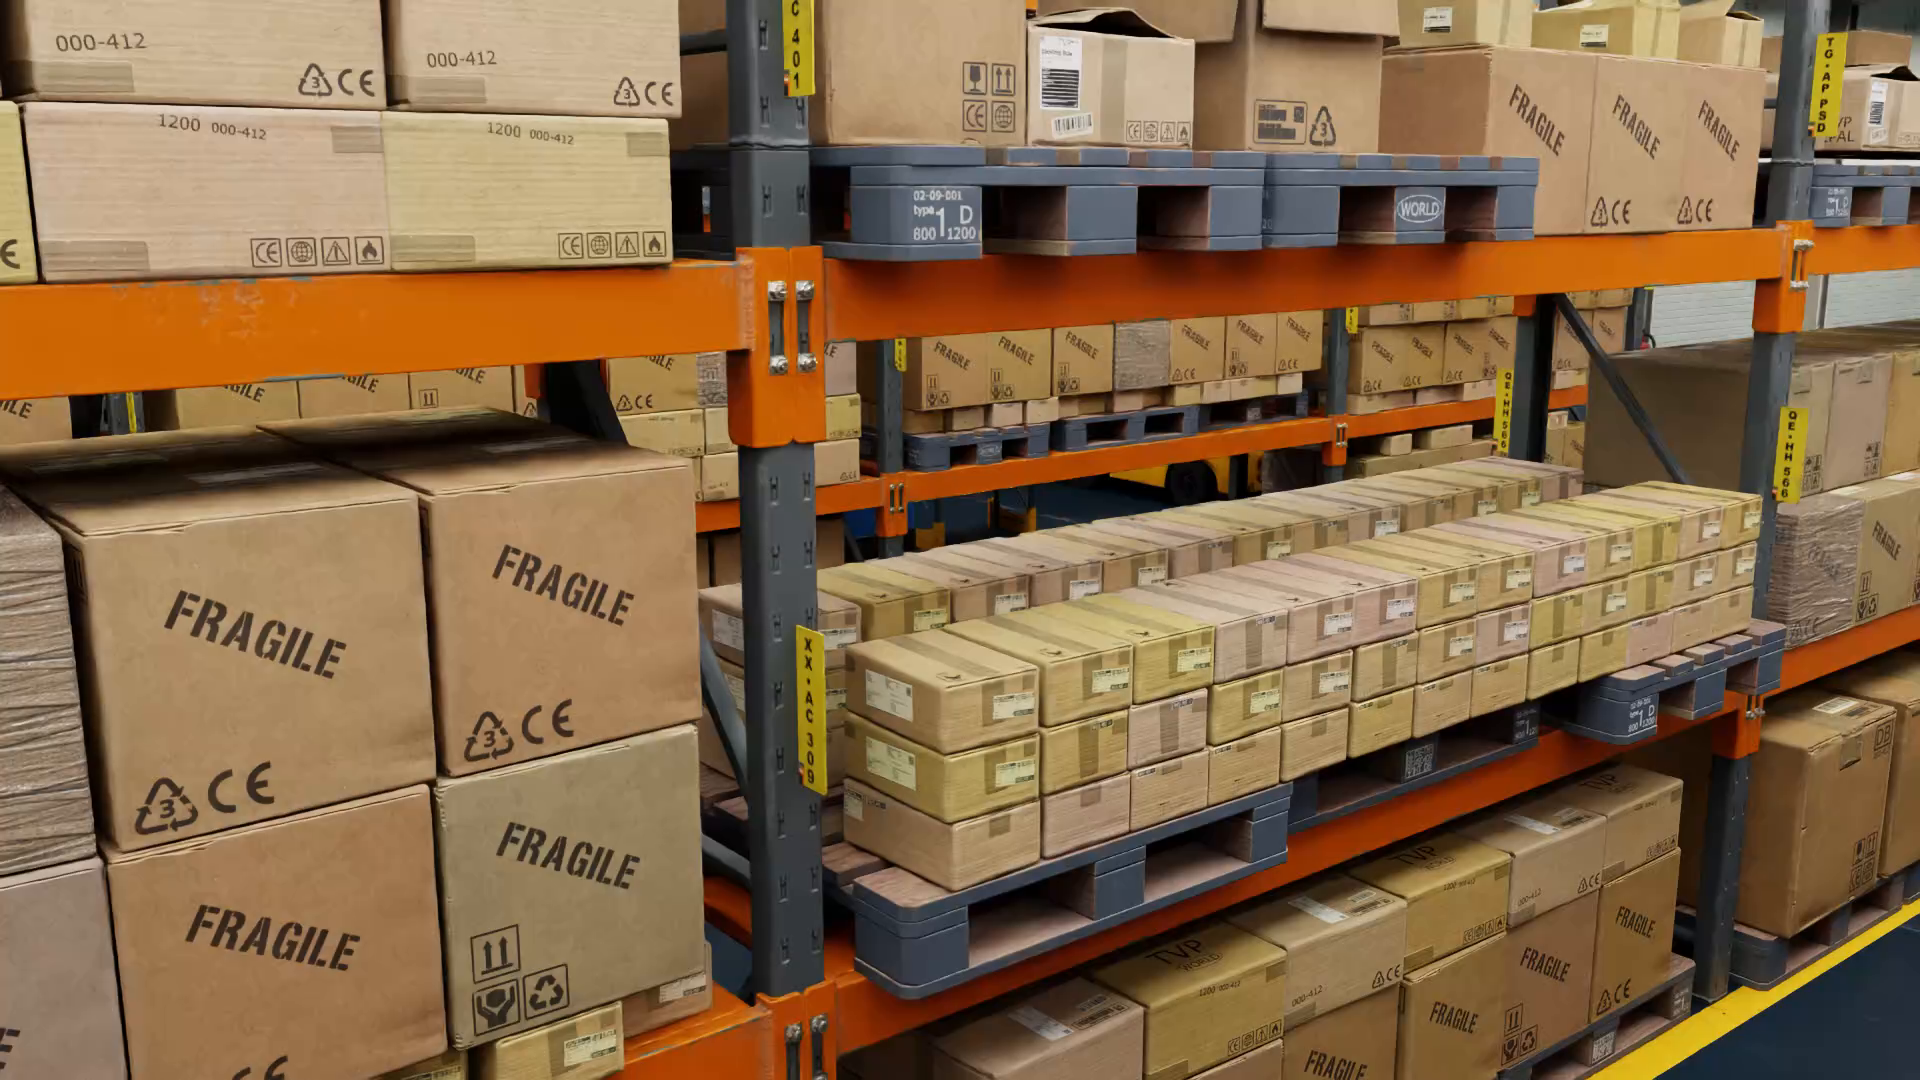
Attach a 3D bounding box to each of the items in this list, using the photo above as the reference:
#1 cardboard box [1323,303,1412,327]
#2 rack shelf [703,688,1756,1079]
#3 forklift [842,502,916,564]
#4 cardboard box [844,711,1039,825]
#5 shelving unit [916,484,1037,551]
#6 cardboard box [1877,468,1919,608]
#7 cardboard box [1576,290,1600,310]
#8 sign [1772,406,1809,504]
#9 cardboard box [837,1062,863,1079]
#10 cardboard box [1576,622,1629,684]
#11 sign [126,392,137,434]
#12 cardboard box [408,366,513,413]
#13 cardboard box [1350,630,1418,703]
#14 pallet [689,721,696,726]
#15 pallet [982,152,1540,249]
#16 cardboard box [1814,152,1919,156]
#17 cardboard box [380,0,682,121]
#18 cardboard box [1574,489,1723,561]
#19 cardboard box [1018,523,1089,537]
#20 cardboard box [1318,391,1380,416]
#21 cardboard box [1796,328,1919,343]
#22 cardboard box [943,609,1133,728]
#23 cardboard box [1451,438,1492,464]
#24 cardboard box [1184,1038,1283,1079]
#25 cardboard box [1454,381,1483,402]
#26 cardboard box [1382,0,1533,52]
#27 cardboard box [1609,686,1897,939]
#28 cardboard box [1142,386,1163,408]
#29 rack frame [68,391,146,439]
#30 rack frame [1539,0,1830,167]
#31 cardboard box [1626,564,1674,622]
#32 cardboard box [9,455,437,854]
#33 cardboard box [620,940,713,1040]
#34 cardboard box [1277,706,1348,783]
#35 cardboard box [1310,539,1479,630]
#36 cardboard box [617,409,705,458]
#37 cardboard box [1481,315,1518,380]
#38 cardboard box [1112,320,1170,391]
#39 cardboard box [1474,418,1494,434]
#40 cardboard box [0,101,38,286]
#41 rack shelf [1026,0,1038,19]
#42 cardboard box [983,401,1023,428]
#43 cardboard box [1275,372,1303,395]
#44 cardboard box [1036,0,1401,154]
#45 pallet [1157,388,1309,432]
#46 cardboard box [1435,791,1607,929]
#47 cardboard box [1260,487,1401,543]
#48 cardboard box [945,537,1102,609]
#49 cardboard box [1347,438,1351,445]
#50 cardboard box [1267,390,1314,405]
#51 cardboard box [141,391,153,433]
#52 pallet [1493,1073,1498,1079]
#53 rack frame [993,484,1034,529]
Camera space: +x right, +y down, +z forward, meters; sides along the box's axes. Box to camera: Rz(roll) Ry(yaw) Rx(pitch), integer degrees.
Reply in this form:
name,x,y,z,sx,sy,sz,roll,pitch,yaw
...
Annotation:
name,x,y,z,sx,sy,sz,roll,pitch,yaw
cardboard box,2.917,-1.864,12.321,0.500,0.500,0.700,-10,15,-38
rack shelf,0.924,0.762,5.052,4.000,0.370,1.077,-9,15,-38
forklift,-1.820,-1.120,12.347,3.031,2.935,1.130,-9,15,-37
cardboard box,-0.043,0.465,3.596,0.250,0.149,0.380,-9,15,-37
shelving unit,0.060,-0.744,14.020,1.083,1.500,0.587,-9,15,-38
cardboard box,3.794,-0.045,6.878,0.500,0.500,0.500,-9,15,-38
cardboard box,4.899,-2.195,13.880,0.500,0.500,0.700,-9,15,-37
sign,2.832,-0.291,5.679,0.005,0.325,0.100,-9,15,-38
cardboard box,-0.217,1.550,4.616,0.500,0.500,0.500,-10,15,-39
cardboard box,1.795,0.303,5.072,0.250,0.149,0.380,-10,15,-38
sign,-3.461,-0.493,6.953,0.005,0.325,0.100,-9,15,-38
cardboard box,-2.513,-0.804,8.046,0.500,0.500,0.500,-10,16,-39
cardboard box,0.979,0.294,4.402,0.250,0.149,0.380,-10,15,-39
pallet,-1.348,0.815,9.784,1.213,0.211,1.003,-9,15,-38
pallet,0.719,-0.904,4.395,1.003,0.211,1.213,-9,15,-38
cardboard box,3.580,-1.621,6.430,0.500,0.250,0.500,-9,15,-36
cardboard box,-0.839,-0.868,2.931,0.500,0.250,0.500,-10,16,-40
cardboard box,2.192,-0.053,5.319,0.250,0.149,0.380,-10,15,-38
cardboard box,0.929,0.174,11.402,0.625,0.372,0.950,-9,15,-36
cardboard box,2.884,-1.025,12.337,0.250,0.149,0.380,-10,15,-38
cardboard box,4.035,-0.644,7.290,0.500,0.500,0.700,-10,15,-38
cardboard box,0.171,0.282,3.740,0.250,0.149,0.380,-9,15,-36
cardboard box,3.884,-0.557,13.333,0.500,0.500,0.500,-8,15,-35
cardboard box,0.517,1.565,4.545,0.500,0.500,0.500,-9,15,-35
cardboard box,3.889,-1.189,13.111,0.250,0.149,0.380,-9,15,-37
cardboard box,1.341,-1.476,4.551,0.258,0.266,0.396,-9,15,-38
cardboard box,3.017,0.981,6.693,0.750,0.750,1.050,-10,15,-38
cardboard box,1.133,-0.982,11.125,0.250,0.149,0.380,-10,16,-40
rack frame,-3.809,-0.120,7.475,0.127,3.000,1.000,-9,15,-38
rack frame,2.486,-2.784,5.576,0.127,3.000,1.000,-9,15,-38
cardboard box,1.973,0.130,5.174,0.250,0.149,0.380,-9,15,-36
cardboard box,-1.236,0.159,2.796,0.500,0.500,0.500,-10,16,-39
cardboard box,-0.715,0.867,3.428,0.250,0.149,0.380,-10,15,-38
cardboard box,0.763,0.476,4.259,0.250,0.149,0.380,-10,16,-40
cardboard box,1.175,0.116,4.524,0.250,0.149,0.380,-9,15,-36
cardboard box,-1.690,-0.570,8.748,0.500,0.250,0.500,-10,16,-39
cardboard box,4.115,-1.566,13.323,0.500,0.500,0.500,-9,15,-37
cardboard box,1.019,-1.263,10.885,0.500,0.500,0.500,-10,16,-40
cardboard box,4.449,-0.951,13.629,0.250,0.149,0.380,-9,15,-35
cardboard box,-1.646,-0.488,2.346,0.500,0.250,0.500,-10,15,-38
rack shelf,0.876,-3.286,10.634,4.000,0.370,1.077,-9,15,-38
cardboard box,0.169,-0.793,10.237,0.250,0.149,0.380,-11,16,-41
cardboard box,2.209,-1.130,11.820,0.250,0.149,0.380,-9,15,-37
cardboard box,0.651,-1.233,4.233,0.637,0.503,0.797,-10,15,-38
pallet,1.750,-0.989,12.027,1.213,0.211,1.003,-9,15,-38
cardboard box,1.728,0.999,5.403,0.500,0.250,0.500,-9,15,-37
cardboard box,1.184,-0.059,5.345,0.250,0.149,0.380,-9,15,-35
cardboard box,0.171,0.110,4.552,0.250,0.149,0.380,-9,15,-38
cardboard box,3.128,-0.572,13.406,0.500,0.500,0.500,-9,15,-37
cardboard box,2.498,-1.127,12.819,0.250,0.149,0.380,-10,15,-38
cardboard box,-3.617,-0.757,7.825,0.500,0.500,0.500,-9,15,-36
pallet,0.923,1.773,5.271,1.213,0.211,1.003,-9,15,-38
rack frame,0.464,-0.811,14.336,0.032,1.500,0.500,-9,15,-38
